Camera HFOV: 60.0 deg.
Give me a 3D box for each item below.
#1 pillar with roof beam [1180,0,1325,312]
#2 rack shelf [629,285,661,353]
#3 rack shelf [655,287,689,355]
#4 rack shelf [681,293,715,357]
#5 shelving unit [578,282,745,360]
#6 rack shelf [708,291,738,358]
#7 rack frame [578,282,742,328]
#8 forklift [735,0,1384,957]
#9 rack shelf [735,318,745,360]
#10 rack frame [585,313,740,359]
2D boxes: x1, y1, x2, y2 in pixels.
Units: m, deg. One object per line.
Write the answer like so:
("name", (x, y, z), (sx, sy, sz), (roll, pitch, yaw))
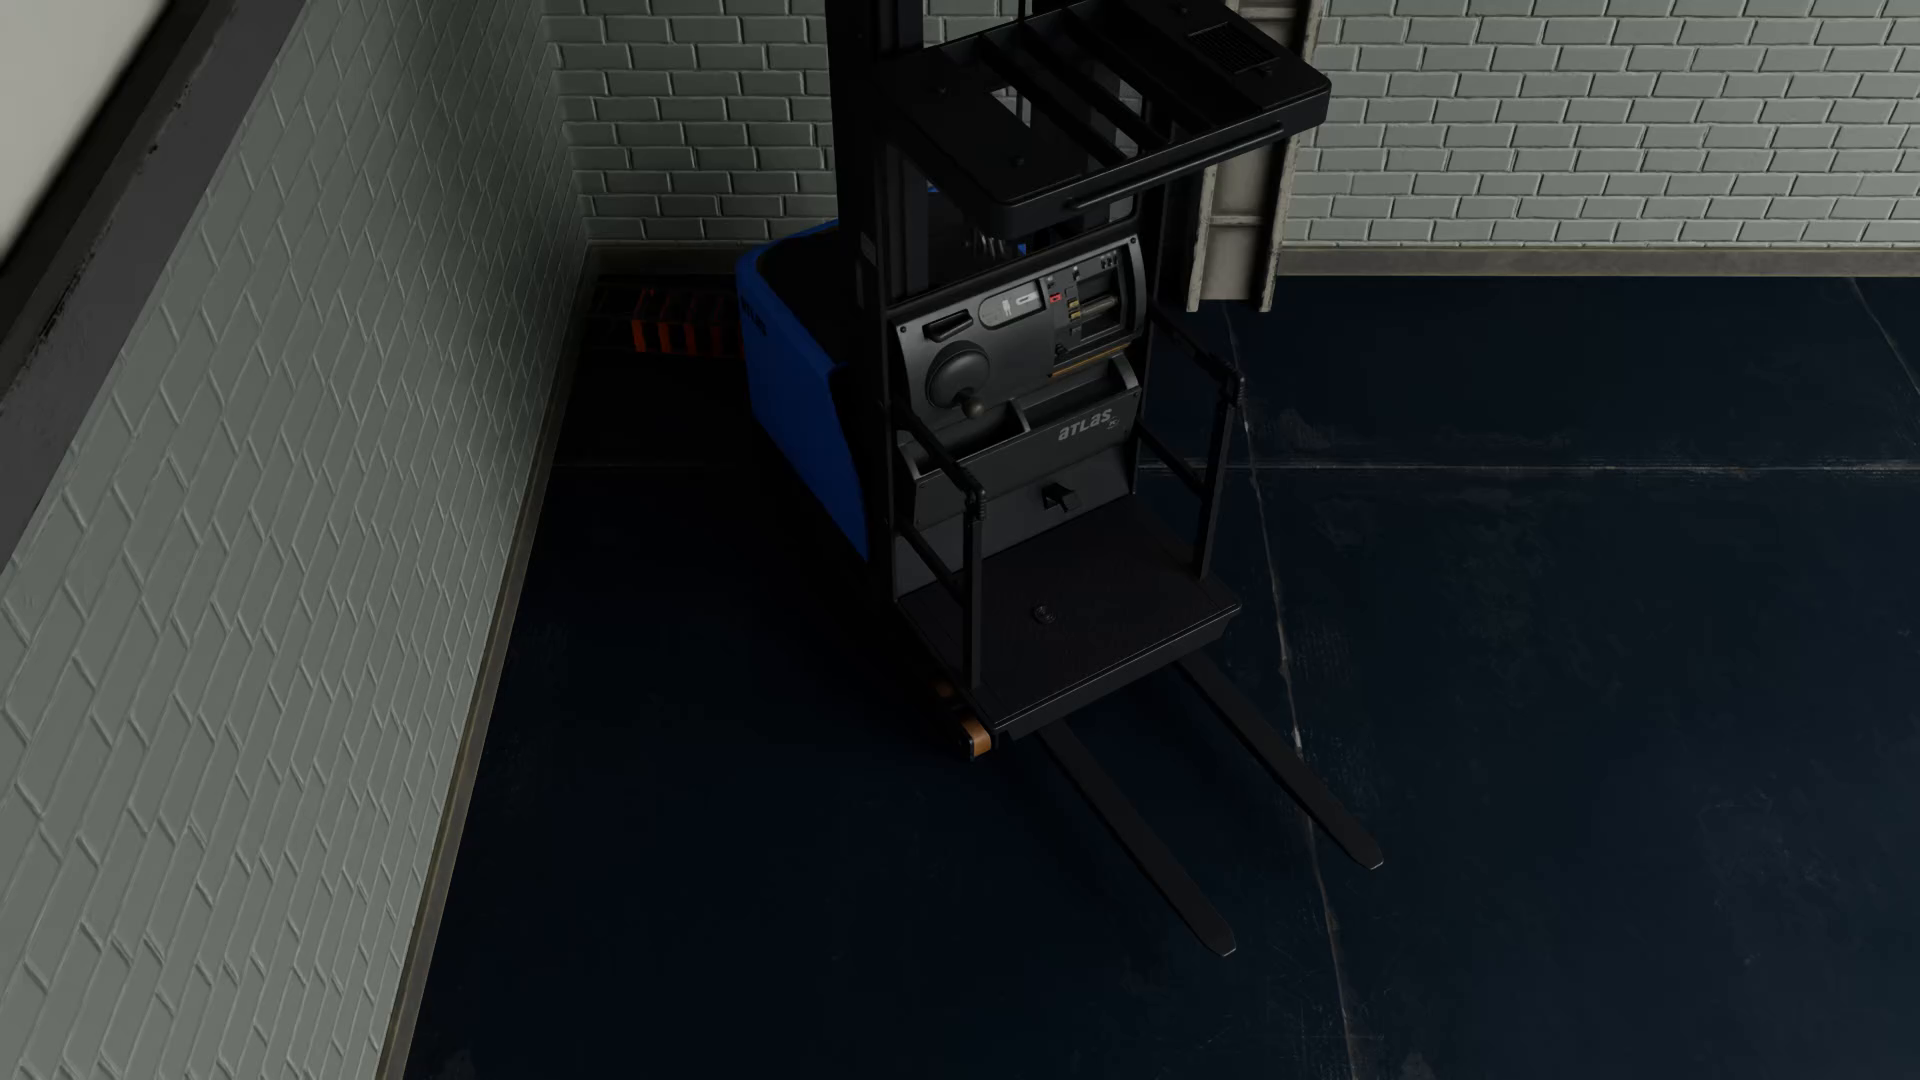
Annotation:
("pillar with roof beam", (1.231, -1.091, 1.617), (0.400, 9.000, 9.100), (0, 47, 0))
("rack shelf", (-1.410, -1.004, 7.553), (0.103, 0.180, 0.258), (5, 47, 5))
("rack shelf", (-1.291, -0.994, 7.543), (0.103, 0.180, 0.258), (5, 47, 5))
("rack shelf", (-1.172, -0.984, 7.533), (0.103, 0.180, 0.258), (5, 47, 5))
("shelving unit", (-1.097, -0.978, 7.526), (1.200, 0.189, 0.258), (5, 47, 5))
("rack shelf", (-1.053, -0.974, 7.522), (0.103, 0.180, 0.258), (5, 47, 5))
("rack frame", (-1.097, -1.040, 7.459), (1.200, 0.006, 0.240), (5, 47, 5))
("forklift", (0.323, -0.609, 5.315), (1.130, 2.935, 3.031), (-24, 52, -21))
("rack shelf", (-0.934, -0.964, 7.512), (0.103, 0.180, 0.258), (5, 47, 5))
("rack frame", (-1.096, -0.915, 7.593), (1.200, 0.006, 0.240), (5, 47, 5))
